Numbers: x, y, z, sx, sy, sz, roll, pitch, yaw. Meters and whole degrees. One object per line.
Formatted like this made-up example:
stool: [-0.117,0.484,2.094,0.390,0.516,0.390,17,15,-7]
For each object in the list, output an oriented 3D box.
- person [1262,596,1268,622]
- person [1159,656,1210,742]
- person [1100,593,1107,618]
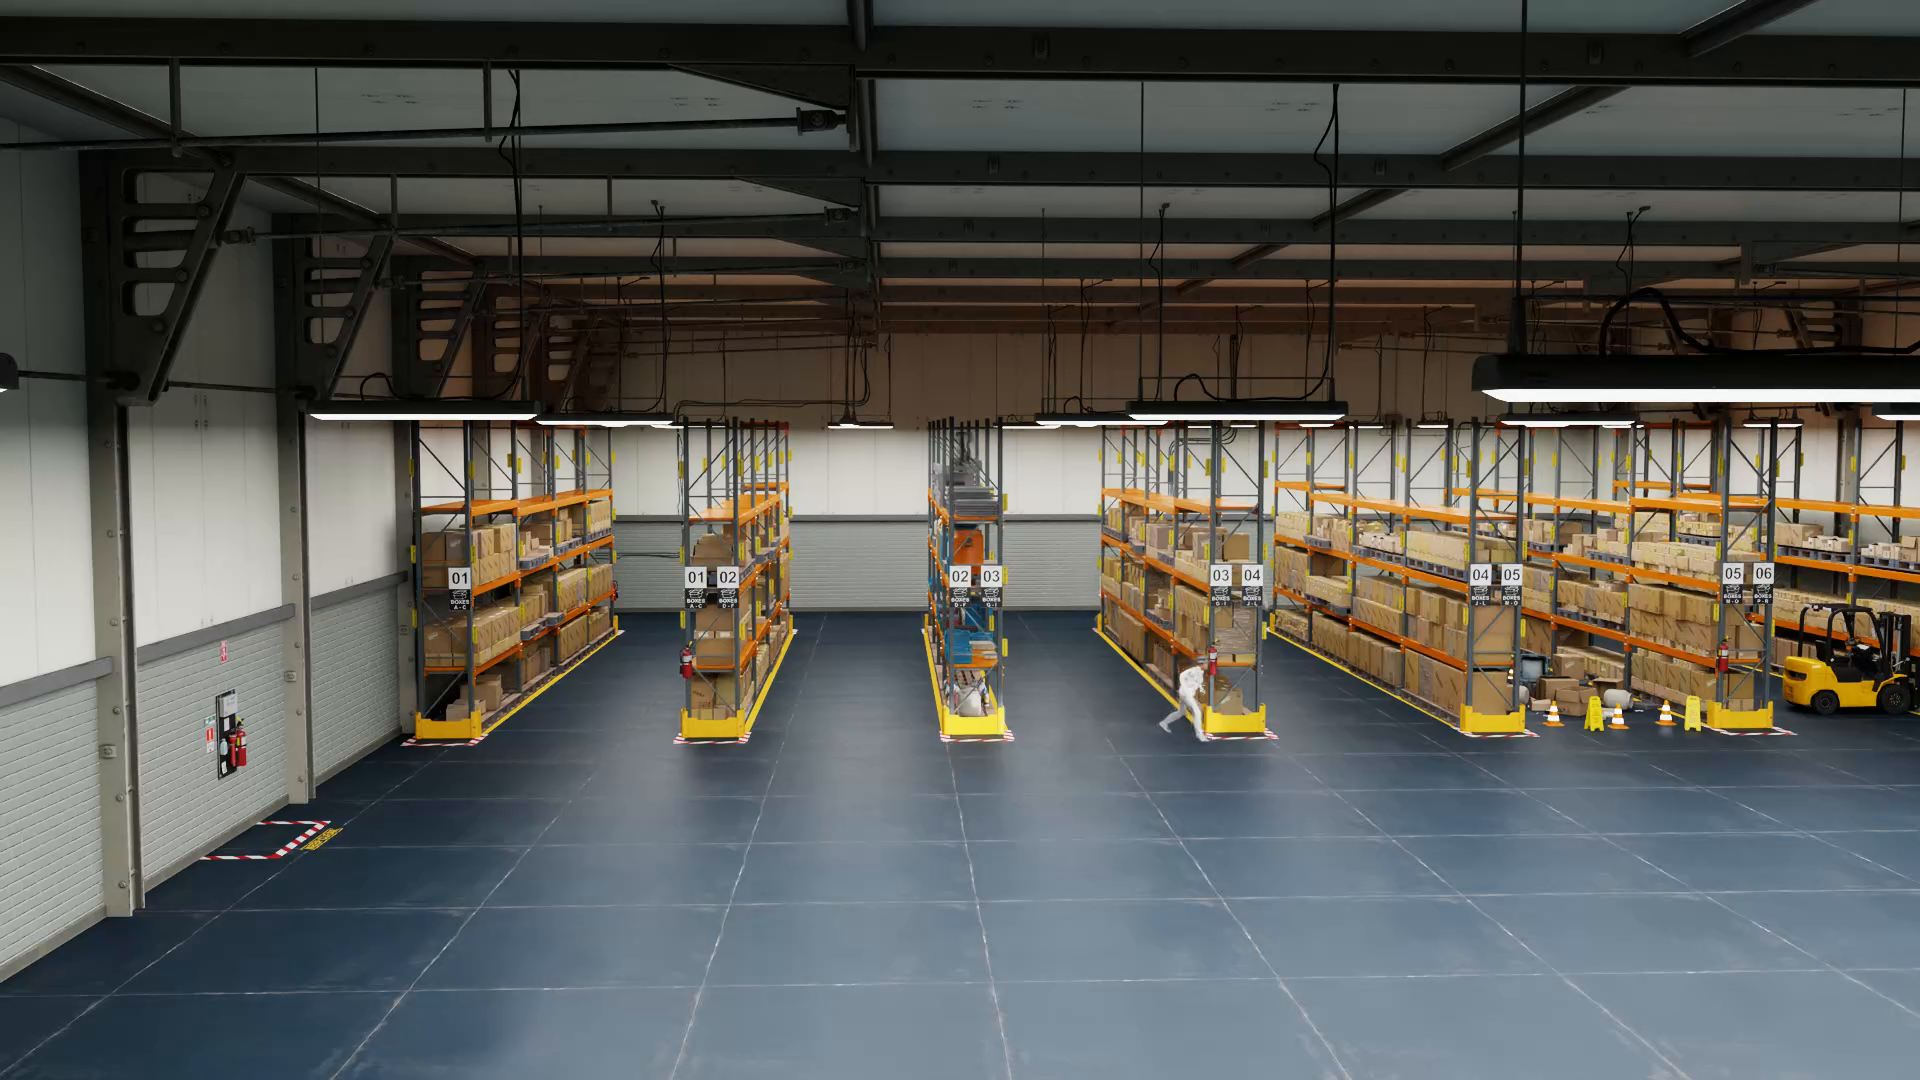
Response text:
person: [8.030,2.028,44.880,0.541,1.585,0.645,0,4,-1]
person: [4.156,2.936,30.860,0.968,1.628,0.655,2,4,29]
person: [4.348,1.691,48.815,0.511,1.814,0.688,-1,4,-10]
